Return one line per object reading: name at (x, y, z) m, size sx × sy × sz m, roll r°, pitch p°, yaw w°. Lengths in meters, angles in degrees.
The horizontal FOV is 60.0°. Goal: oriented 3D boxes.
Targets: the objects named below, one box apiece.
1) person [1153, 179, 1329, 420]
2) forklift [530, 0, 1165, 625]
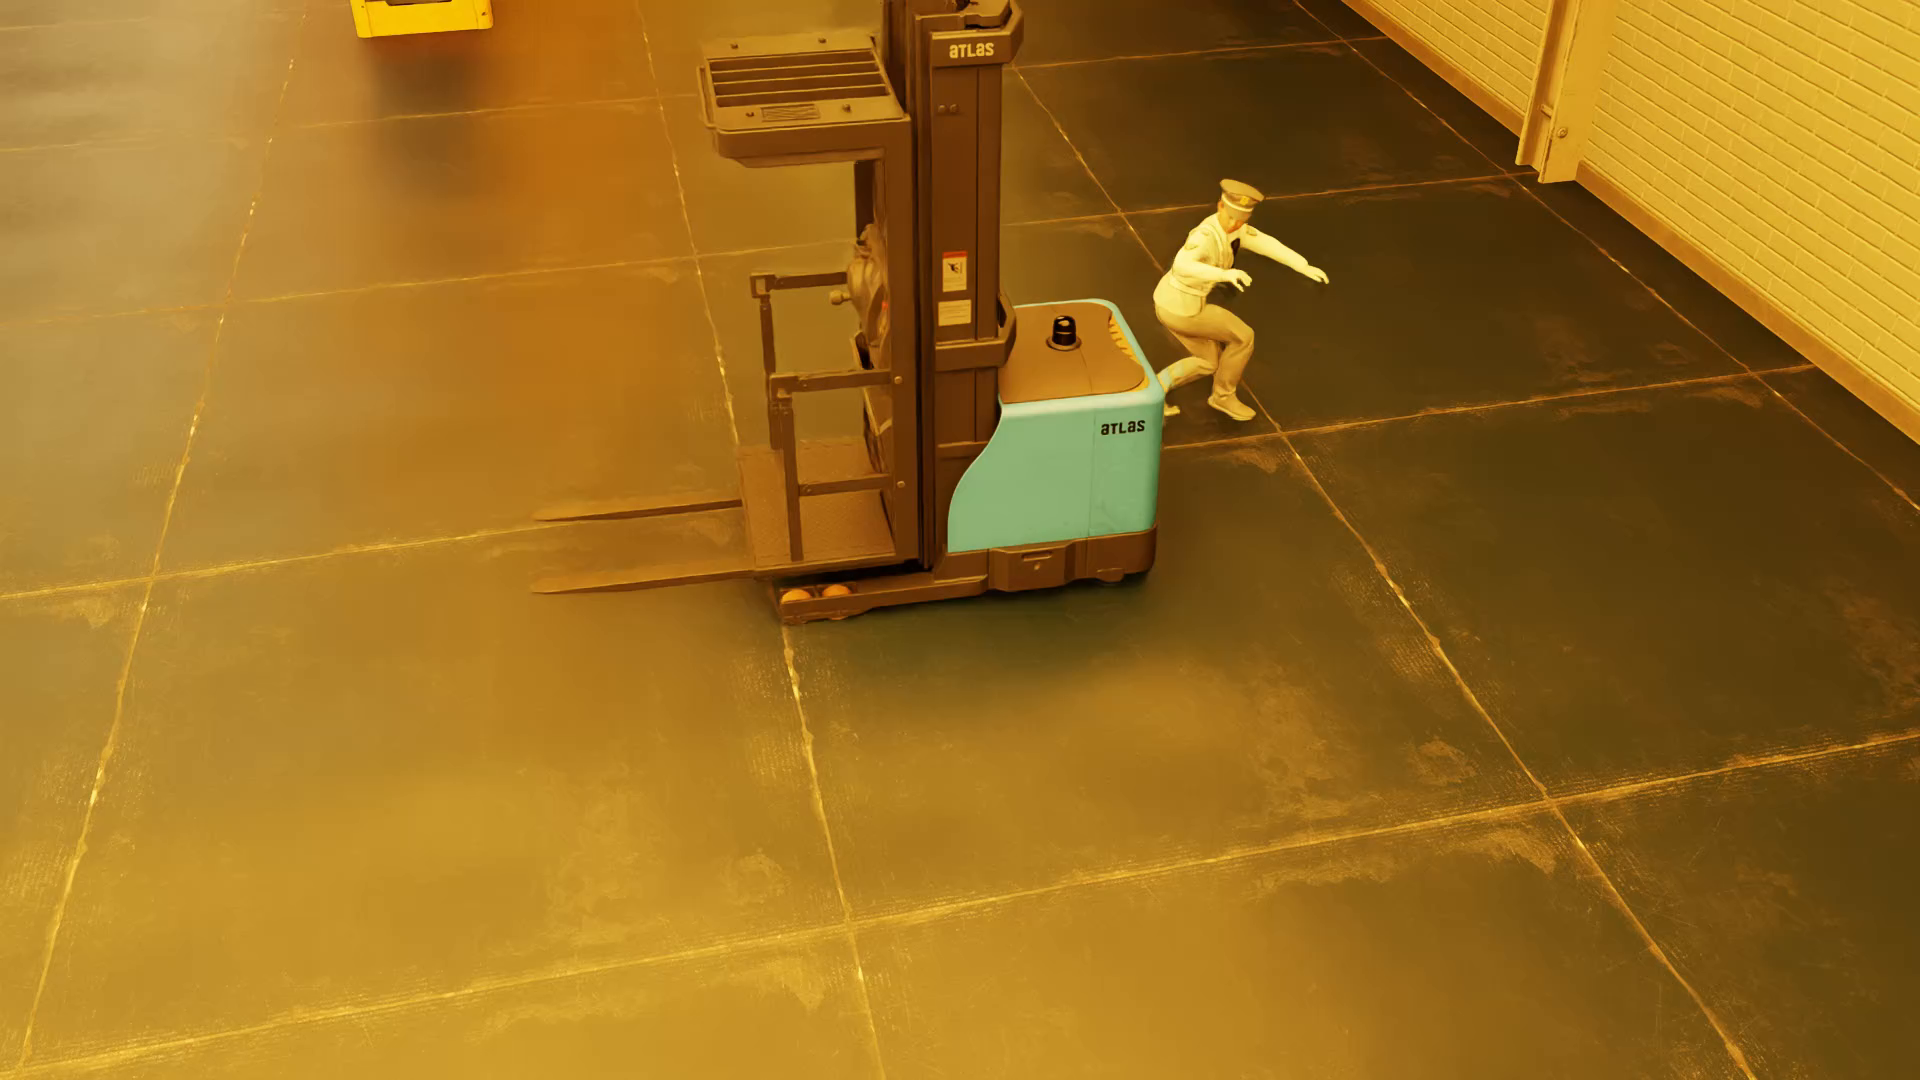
person at (1.507, -1.241, 9.100) m, size 1.047 × 1.424 × 0.760 m, roll 1°, pitch 36°, yaw 1°
forklift at (-0.599, -1.119, 7.605) m, size 3.031 × 2.935 × 1.130 m, roll -6°, pitch 36°, yaw -9°
